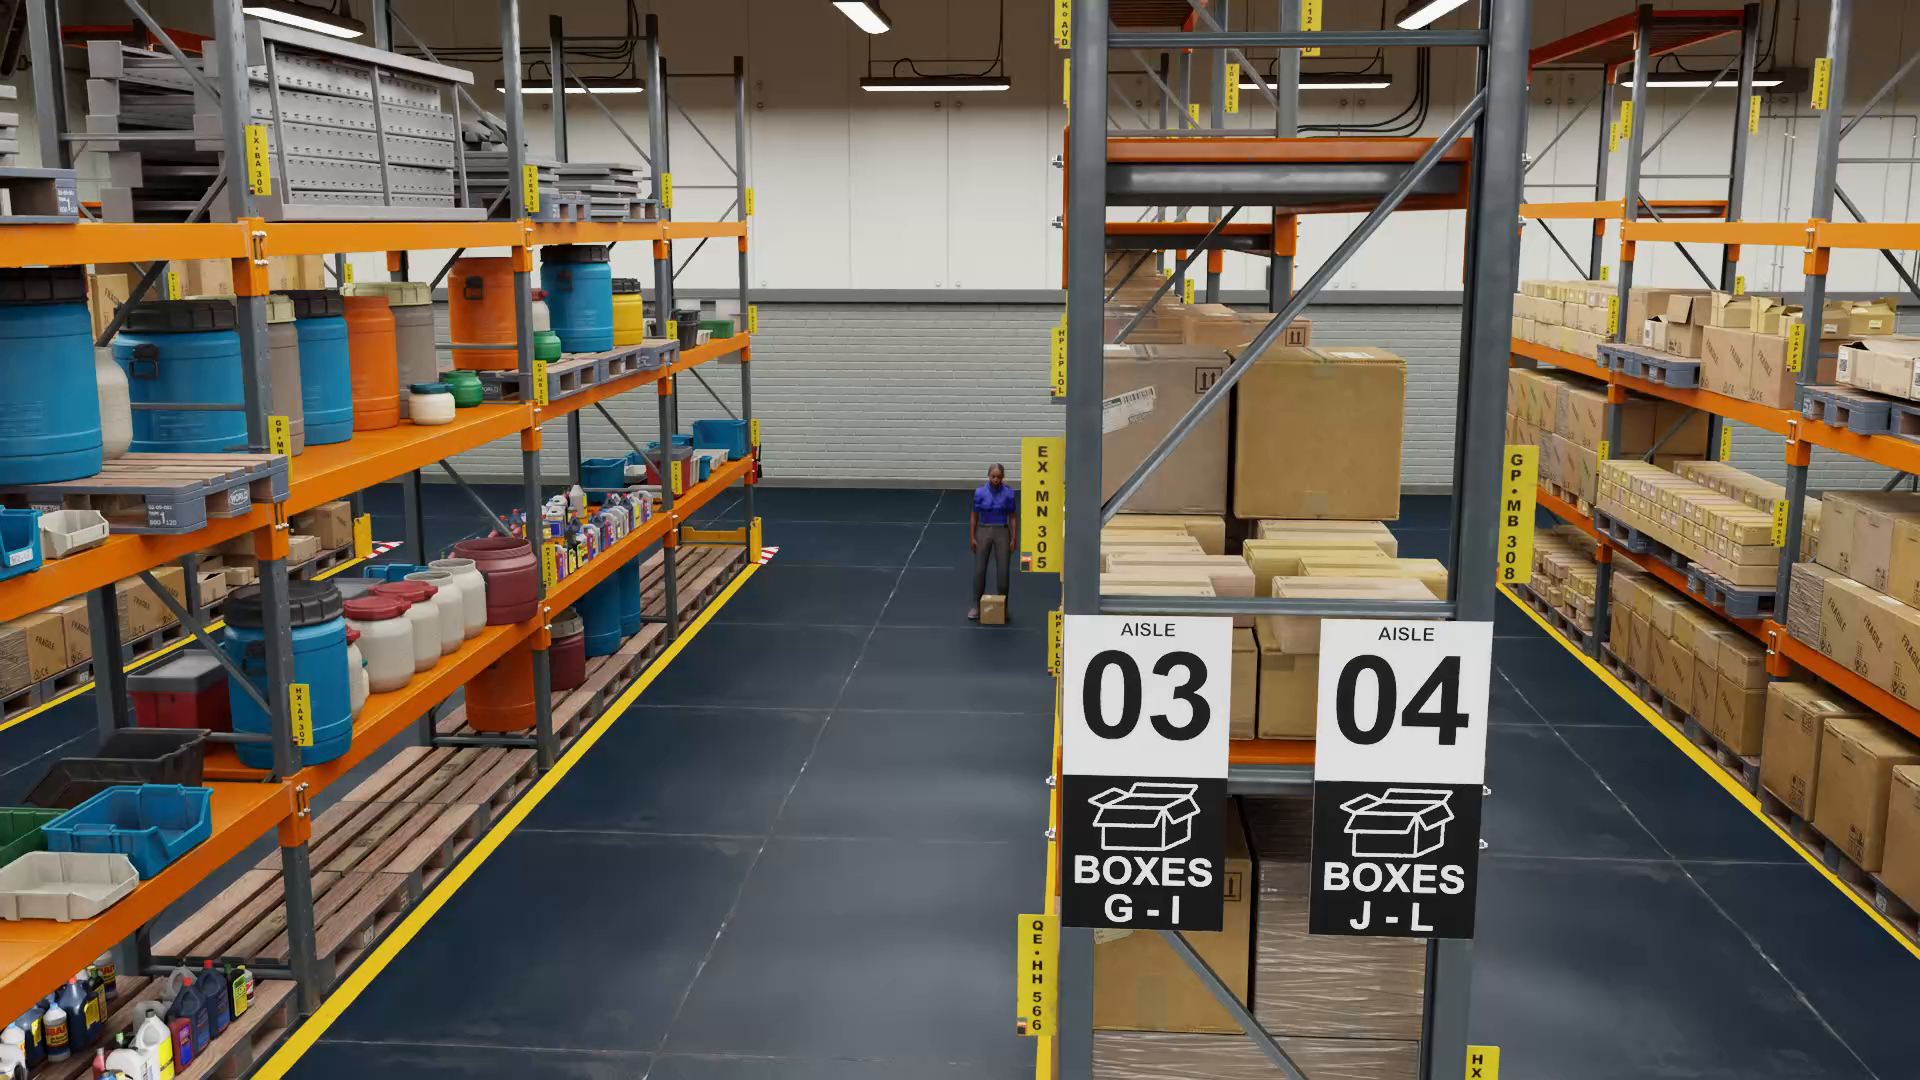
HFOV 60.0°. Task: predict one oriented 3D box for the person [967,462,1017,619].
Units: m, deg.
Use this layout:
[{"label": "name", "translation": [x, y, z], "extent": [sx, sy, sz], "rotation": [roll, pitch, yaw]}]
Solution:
[{"label": "person", "translation": [0.340, -0.006, 17.475], "extent": [0.523, 1.653, 0.348], "rotation": [0, 11, 1]}]
